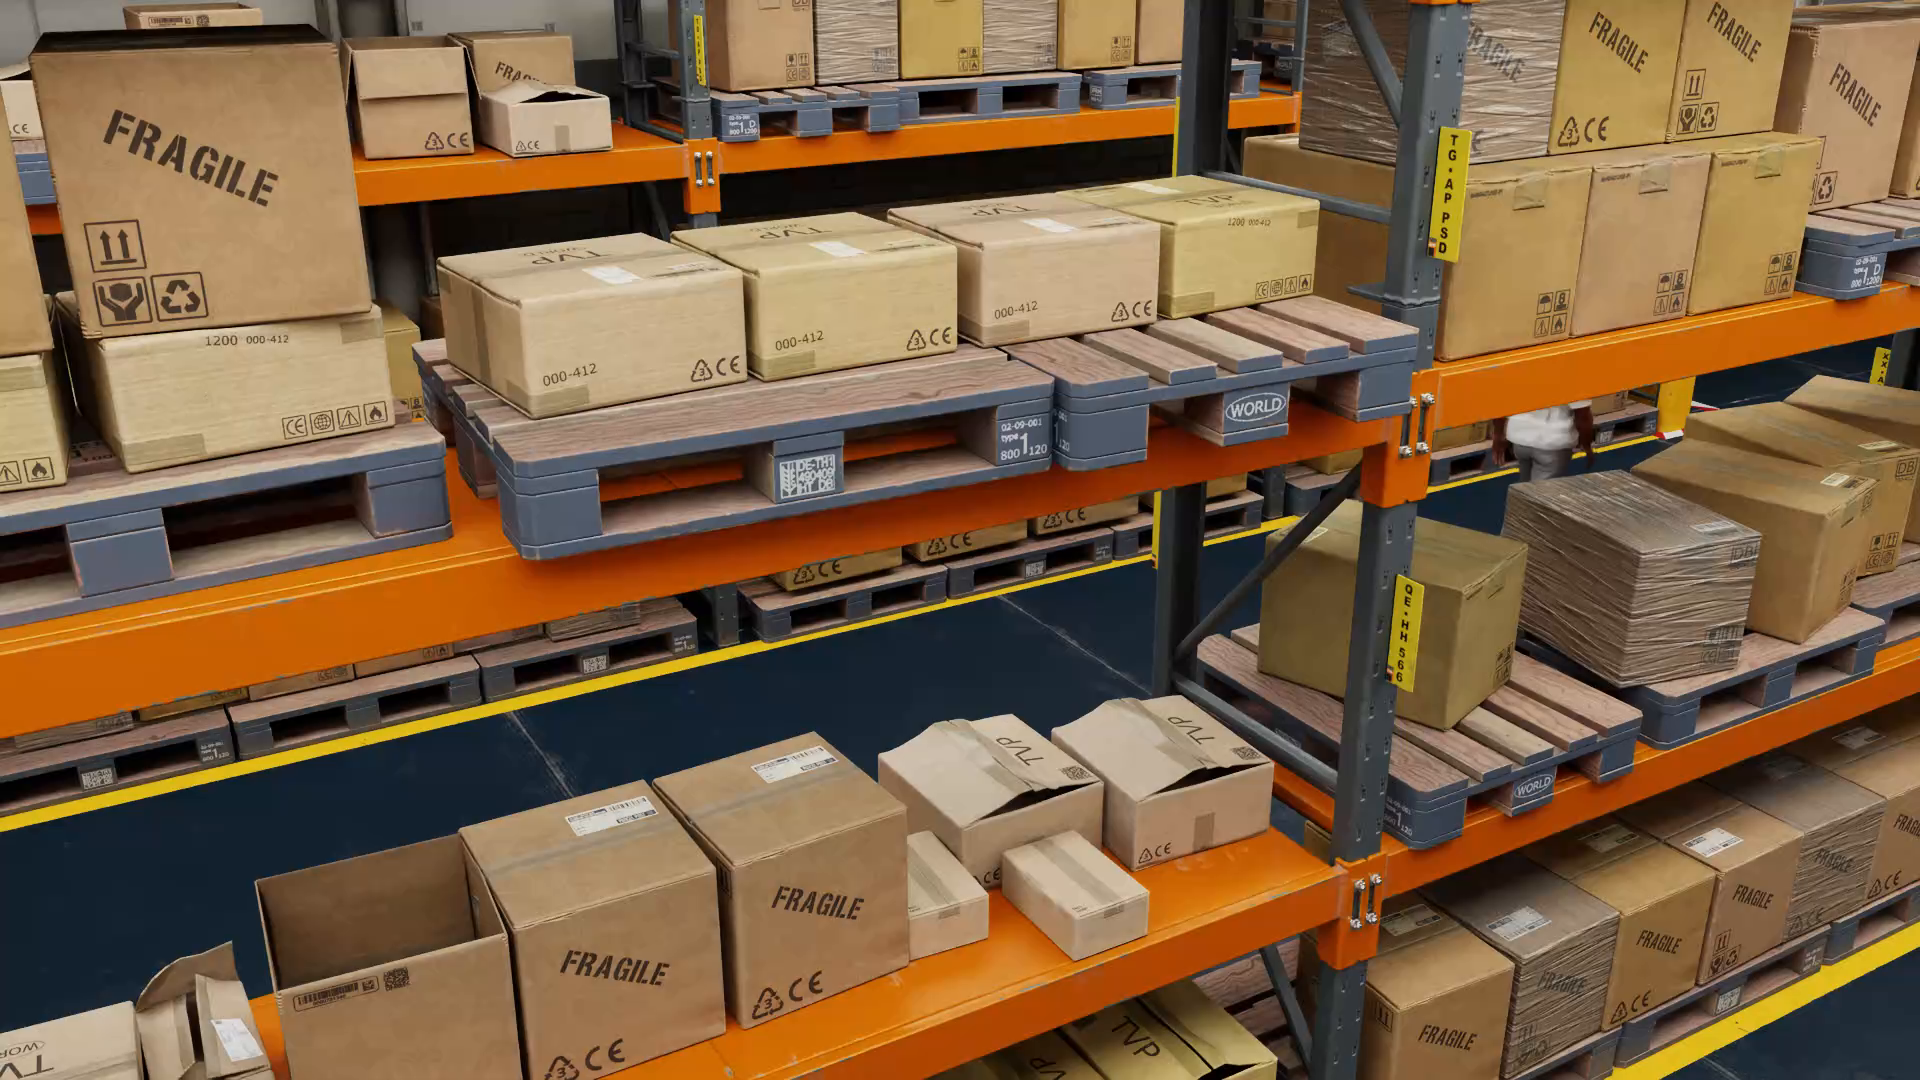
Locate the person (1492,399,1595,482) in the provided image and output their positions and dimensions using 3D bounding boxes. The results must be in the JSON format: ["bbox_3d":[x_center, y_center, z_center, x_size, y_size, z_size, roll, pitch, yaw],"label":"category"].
[{"bbox_3d":[3.513,-0.568,9.993,0.497,1.812,0.567,-15,26,-33],"label":"person"}]
